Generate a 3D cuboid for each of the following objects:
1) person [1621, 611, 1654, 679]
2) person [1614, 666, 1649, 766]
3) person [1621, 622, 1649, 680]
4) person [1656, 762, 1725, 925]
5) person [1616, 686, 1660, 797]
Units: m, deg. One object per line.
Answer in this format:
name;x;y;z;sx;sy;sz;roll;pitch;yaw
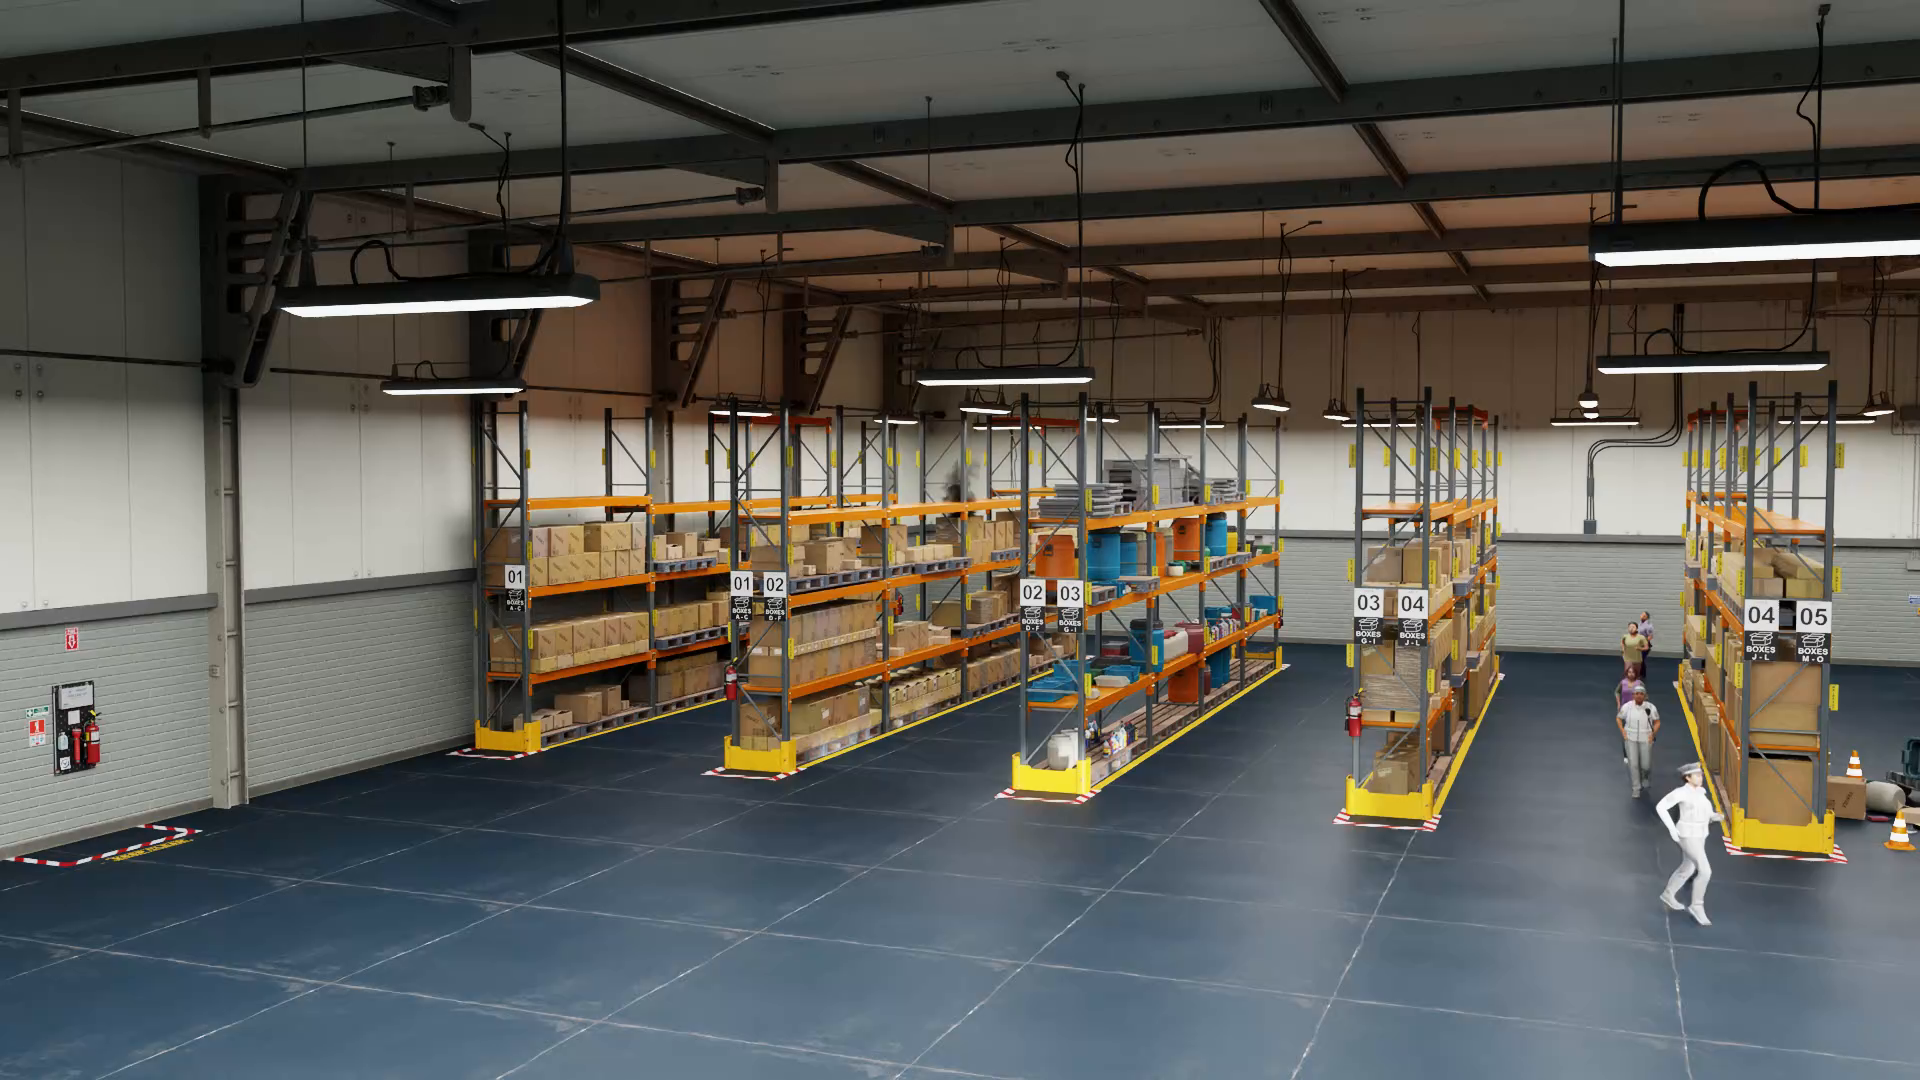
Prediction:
person;15.347;2.388;37.604;0.638;1.598;0.799;-1;3;-23
person;11.054;2.865;27.393;0.541;1.605;0.805;1;3;26
person;13.759;2.517;33.914;0.554;1.707;0.843;1;3;24
person;7.956;3.279;18.101;0.578;1.748;0.744;-2;3;-37
person;10.120;2.984;24.835;0.612;1.639;0.565;1;3;24
